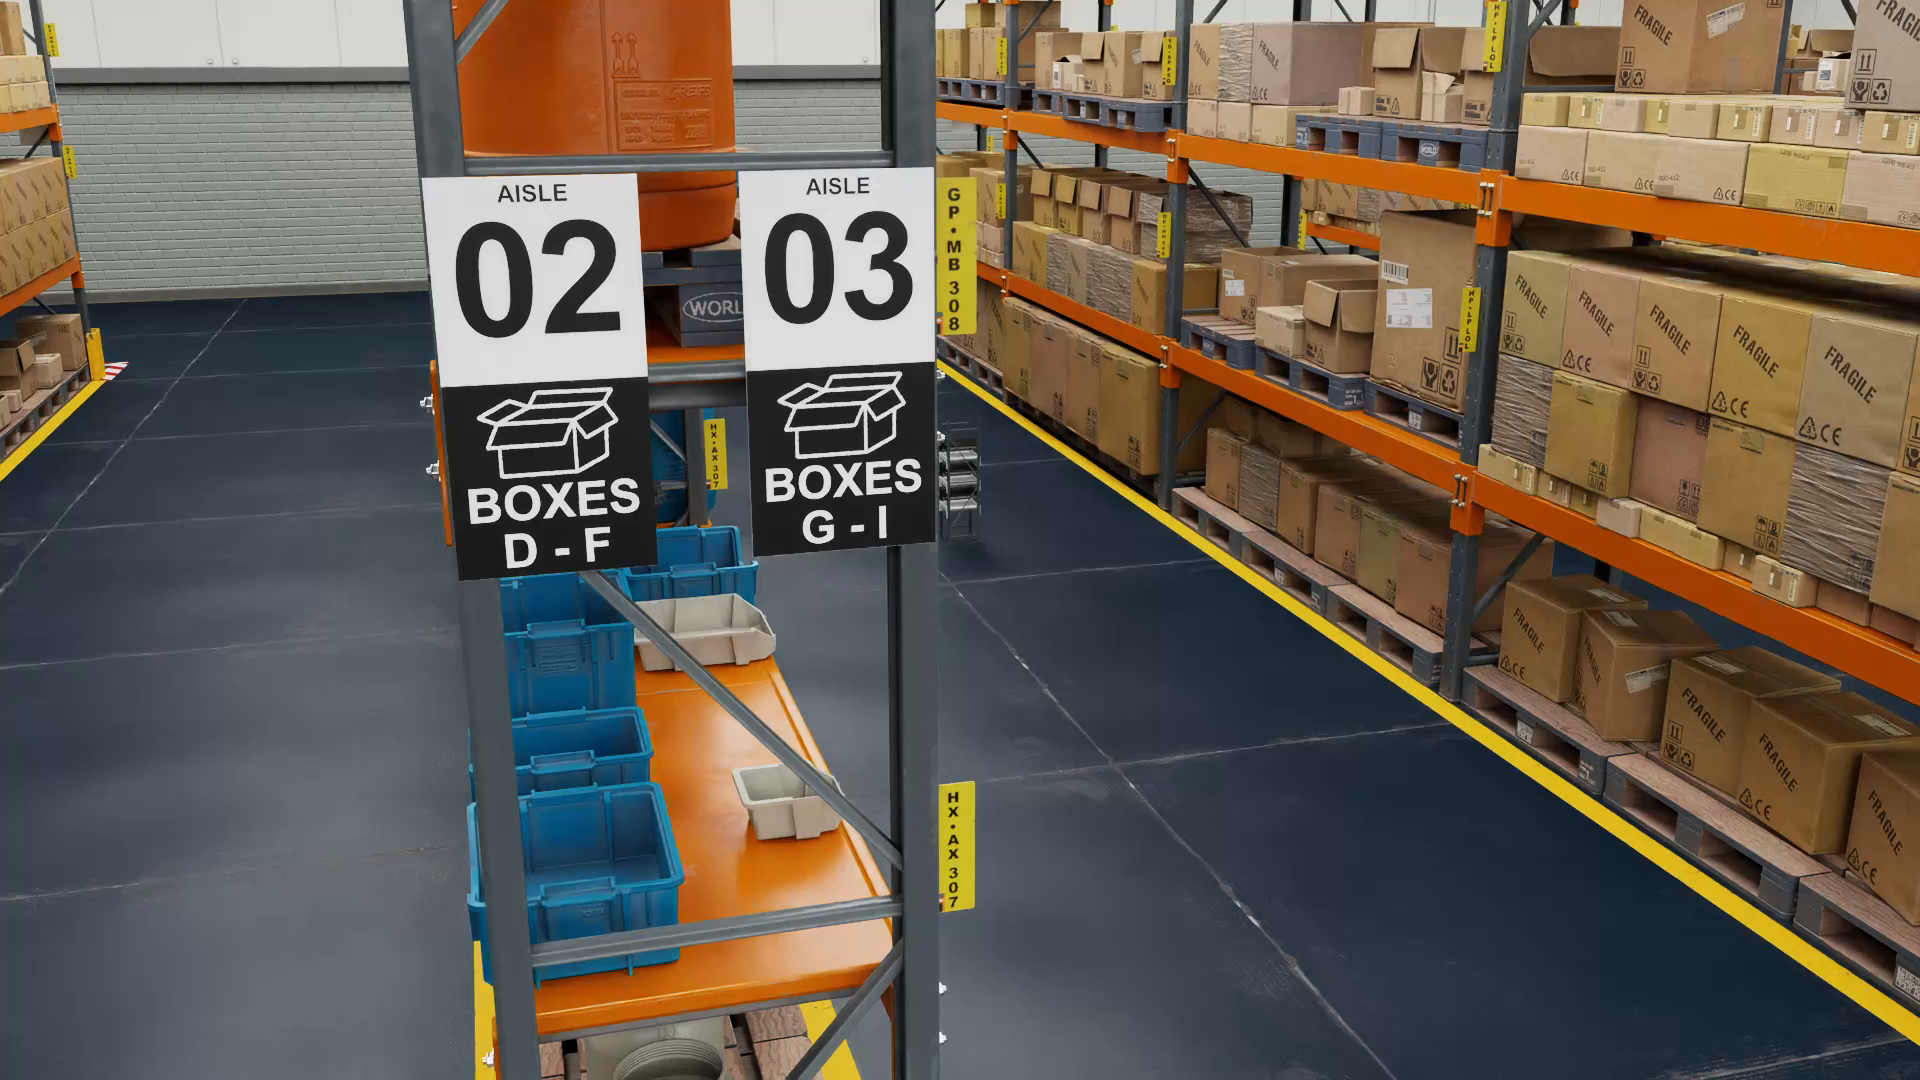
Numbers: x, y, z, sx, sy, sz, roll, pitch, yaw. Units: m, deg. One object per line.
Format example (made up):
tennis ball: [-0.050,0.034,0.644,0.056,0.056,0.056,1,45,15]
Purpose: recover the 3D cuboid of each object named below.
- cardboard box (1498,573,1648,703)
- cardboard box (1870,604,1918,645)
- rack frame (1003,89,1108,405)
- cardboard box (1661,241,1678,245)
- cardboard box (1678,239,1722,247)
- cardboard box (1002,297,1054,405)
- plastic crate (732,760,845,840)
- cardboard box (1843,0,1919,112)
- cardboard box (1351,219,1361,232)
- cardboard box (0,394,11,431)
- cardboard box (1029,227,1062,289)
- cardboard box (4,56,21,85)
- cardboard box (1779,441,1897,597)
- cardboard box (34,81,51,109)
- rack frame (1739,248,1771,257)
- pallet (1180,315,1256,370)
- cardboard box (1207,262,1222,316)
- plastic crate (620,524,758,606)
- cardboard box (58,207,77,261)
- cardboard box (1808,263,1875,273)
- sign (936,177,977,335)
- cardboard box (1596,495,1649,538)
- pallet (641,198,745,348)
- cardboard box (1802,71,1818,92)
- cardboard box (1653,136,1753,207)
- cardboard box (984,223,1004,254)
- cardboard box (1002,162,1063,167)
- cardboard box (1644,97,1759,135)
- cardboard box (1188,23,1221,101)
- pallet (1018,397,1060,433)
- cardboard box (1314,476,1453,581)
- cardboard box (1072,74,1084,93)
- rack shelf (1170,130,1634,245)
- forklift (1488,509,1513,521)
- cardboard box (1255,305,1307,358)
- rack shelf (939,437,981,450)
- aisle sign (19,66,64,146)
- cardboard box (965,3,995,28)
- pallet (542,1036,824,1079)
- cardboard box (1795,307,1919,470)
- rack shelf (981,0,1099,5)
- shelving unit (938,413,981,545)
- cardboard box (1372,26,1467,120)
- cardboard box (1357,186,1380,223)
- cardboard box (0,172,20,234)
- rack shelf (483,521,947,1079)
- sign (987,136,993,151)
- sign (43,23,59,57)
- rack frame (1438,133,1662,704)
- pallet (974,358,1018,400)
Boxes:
cardboard box: [3.190,0.503,8.678,0.500,0.500,0.500,-5,18,-17]
cardboard box: [3.672,0.280,6.241,0.380,0.149,0.250,-5,17,-15]
rack frame: [0.920,-2.820,16.125,1.000,3.000,0.127,-5,17,-15]
cardboard box: [6.168,-2.475,14.167,0.380,0.149,0.250,-4,17,-13]
cardboard box: [6.241,-2.542,13.875,0.380,0.149,0.250,-5,18,-17]
cardboard box: [1.115,-1.828,15.786,1.225,0.875,0.875,-5,17,-15]
plastic crate: [-0.481,0.745,4.718,0.298,0.136,0.250,-5,17,-15]
cardboard box: [3.549,-1.775,5.875,0.500,0.500,0.500,-5,17,-15]
cardboard box: [4.818,-3.700,19.493,0.380,0.149,0.250,-5,17,-16]
cardboard box: [-8.513,-1.094,14.288,0.500,0.311,0.500,-5,17,-15]
cardboard box: [0.945,-2.582,15.158,0.500,0.500,0.500,-5,17,-15]
cardboard box: [-9.047,-4.349,15.395,0.500,0.250,0.500,-5,17,-15]
cardboard box: [3.745,-0.116,6.432,0.875,0.500,0.500,-5,17,-15]
cardboard box: [-9.310,-4.387,16.391,0.500,0.250,0.500,-5,17,-15]
rack frame: [6.816,-2.077,13.654,1.000,3.000,0.127,-5,17,-15]
pallet: [2.318,-1.433,11.841,1.213,0.211,1.003,-5,17,-15]
cardboard box: [2.148,-1.917,12.946,0.500,0.500,0.500,-4,17,-14]
plastic crate: [-1.078,0.141,6.528,0.499,0.251,0.616,-5,17,-15]
cardboard box: [-9.320,-3.089,16.849,0.500,0.500,0.500,-4,17,-14]
cardboard box: [6.823,-1.839,12.688,0.500,0.500,0.500,-5,17,-16]
sign: [-0.014,-0.592,3.479,0.100,0.325,0.005,-5,17,-15]
cardboard box: [3.147,-0.125,7.592,0.380,0.149,0.250,-5,17,-15]
pallet: [-0.678,-0.691,4.154,1.003,0.211,1.213,-5,17,-15]
cardboard box: [6.754,-3.538,12.834,0.380,0.149,0.250,-5,18,-17]
cardboard box: [3.273,-1.543,6.920,0.500,0.250,0.500,-5,18,-17]
cardboard box: [0.547,-2.992,16.441,0.500,0.250,0.500,-5,17,-16]
cardboard box: [0.759,-3.682,17.437,0.500,0.500,0.500,-5,18,-17]
cardboard box: [3.214,-1.839,7.213,0.380,0.149,0.250,-4,17,-14]
cardboard box: [1.901,-3.287,11.423,0.500,0.500,0.500,-5,17,-15]
pallet: [1.205,-1.277,15.835,1.003,0.211,1.213,-5,17,-15]
cardboard box: [2.704,-0.080,10.585,0.700,0.500,0.500,-6,18,-20]
cardboard box: [1.185,-3.913,14.258,0.380,0.149,0.250,-5,18,-18]
rack shelf: [2.569,-2.252,10.272,1.077,0.370,4.000,-5,17,-15]
forklift: [4.670,-1.876,13.103,1.130,2.935,3.031,5,17,17]
cardboard box: [2.259,-1.361,10.799,0.500,0.250,0.500,-5,17,-17]
rack shelf: [-0.002,-0.660,11.762,0.258,0.077,0.200,-5,17,-15]
aisle sign: [-9.429,-4.432,16.974,0.394,0.787,0.004,-5,17,-15]
cardboard box: [0.366,-5.459,17.317,0.500,0.250,0.500,-5,18,-17]
pallet: [-0.828,1.984,4.979,1.003,0.211,1.213,-5,17,-15]
cardboard box: [3.551,-0.579,6.235,0.500,0.500,0.500,-5,17,-15]
rack shelf: [0.371,-5.710,17.264,1.077,0.370,4.000,-5,17,-15]
shelving unit: [-0.002,-0.433,11.830,0.258,0.900,0.210,-5,17,-15]
cardboard box: [2.825,-2.692,9.577,0.797,0.503,0.637,-4,17,-13]
cardboard box: [4.916,-3.912,19.069,0.500,0.500,0.500,-5,17,-17]
cardboard box: [-8.748,-3.002,14.819,0.500,0.500,0.500,-5,17,-17]
rack shelf: [-1.094,0.683,5.716,1.077,0.370,4.000,-5,17,-15]
sign: [0.347,-4.633,19.738,0.100,0.325,0.005,-5,17,-15]
sign: [-9.166,-5.043,16.773,0.100,0.325,0.005,-5,17,-15]
rack frame: [3.119,-0.607,8.758,1.000,3.000,0.127,-5,17,-15]
pallet: [0.787,-1.701,17.247,1.003,0.211,1.213,-5,17,-15]
